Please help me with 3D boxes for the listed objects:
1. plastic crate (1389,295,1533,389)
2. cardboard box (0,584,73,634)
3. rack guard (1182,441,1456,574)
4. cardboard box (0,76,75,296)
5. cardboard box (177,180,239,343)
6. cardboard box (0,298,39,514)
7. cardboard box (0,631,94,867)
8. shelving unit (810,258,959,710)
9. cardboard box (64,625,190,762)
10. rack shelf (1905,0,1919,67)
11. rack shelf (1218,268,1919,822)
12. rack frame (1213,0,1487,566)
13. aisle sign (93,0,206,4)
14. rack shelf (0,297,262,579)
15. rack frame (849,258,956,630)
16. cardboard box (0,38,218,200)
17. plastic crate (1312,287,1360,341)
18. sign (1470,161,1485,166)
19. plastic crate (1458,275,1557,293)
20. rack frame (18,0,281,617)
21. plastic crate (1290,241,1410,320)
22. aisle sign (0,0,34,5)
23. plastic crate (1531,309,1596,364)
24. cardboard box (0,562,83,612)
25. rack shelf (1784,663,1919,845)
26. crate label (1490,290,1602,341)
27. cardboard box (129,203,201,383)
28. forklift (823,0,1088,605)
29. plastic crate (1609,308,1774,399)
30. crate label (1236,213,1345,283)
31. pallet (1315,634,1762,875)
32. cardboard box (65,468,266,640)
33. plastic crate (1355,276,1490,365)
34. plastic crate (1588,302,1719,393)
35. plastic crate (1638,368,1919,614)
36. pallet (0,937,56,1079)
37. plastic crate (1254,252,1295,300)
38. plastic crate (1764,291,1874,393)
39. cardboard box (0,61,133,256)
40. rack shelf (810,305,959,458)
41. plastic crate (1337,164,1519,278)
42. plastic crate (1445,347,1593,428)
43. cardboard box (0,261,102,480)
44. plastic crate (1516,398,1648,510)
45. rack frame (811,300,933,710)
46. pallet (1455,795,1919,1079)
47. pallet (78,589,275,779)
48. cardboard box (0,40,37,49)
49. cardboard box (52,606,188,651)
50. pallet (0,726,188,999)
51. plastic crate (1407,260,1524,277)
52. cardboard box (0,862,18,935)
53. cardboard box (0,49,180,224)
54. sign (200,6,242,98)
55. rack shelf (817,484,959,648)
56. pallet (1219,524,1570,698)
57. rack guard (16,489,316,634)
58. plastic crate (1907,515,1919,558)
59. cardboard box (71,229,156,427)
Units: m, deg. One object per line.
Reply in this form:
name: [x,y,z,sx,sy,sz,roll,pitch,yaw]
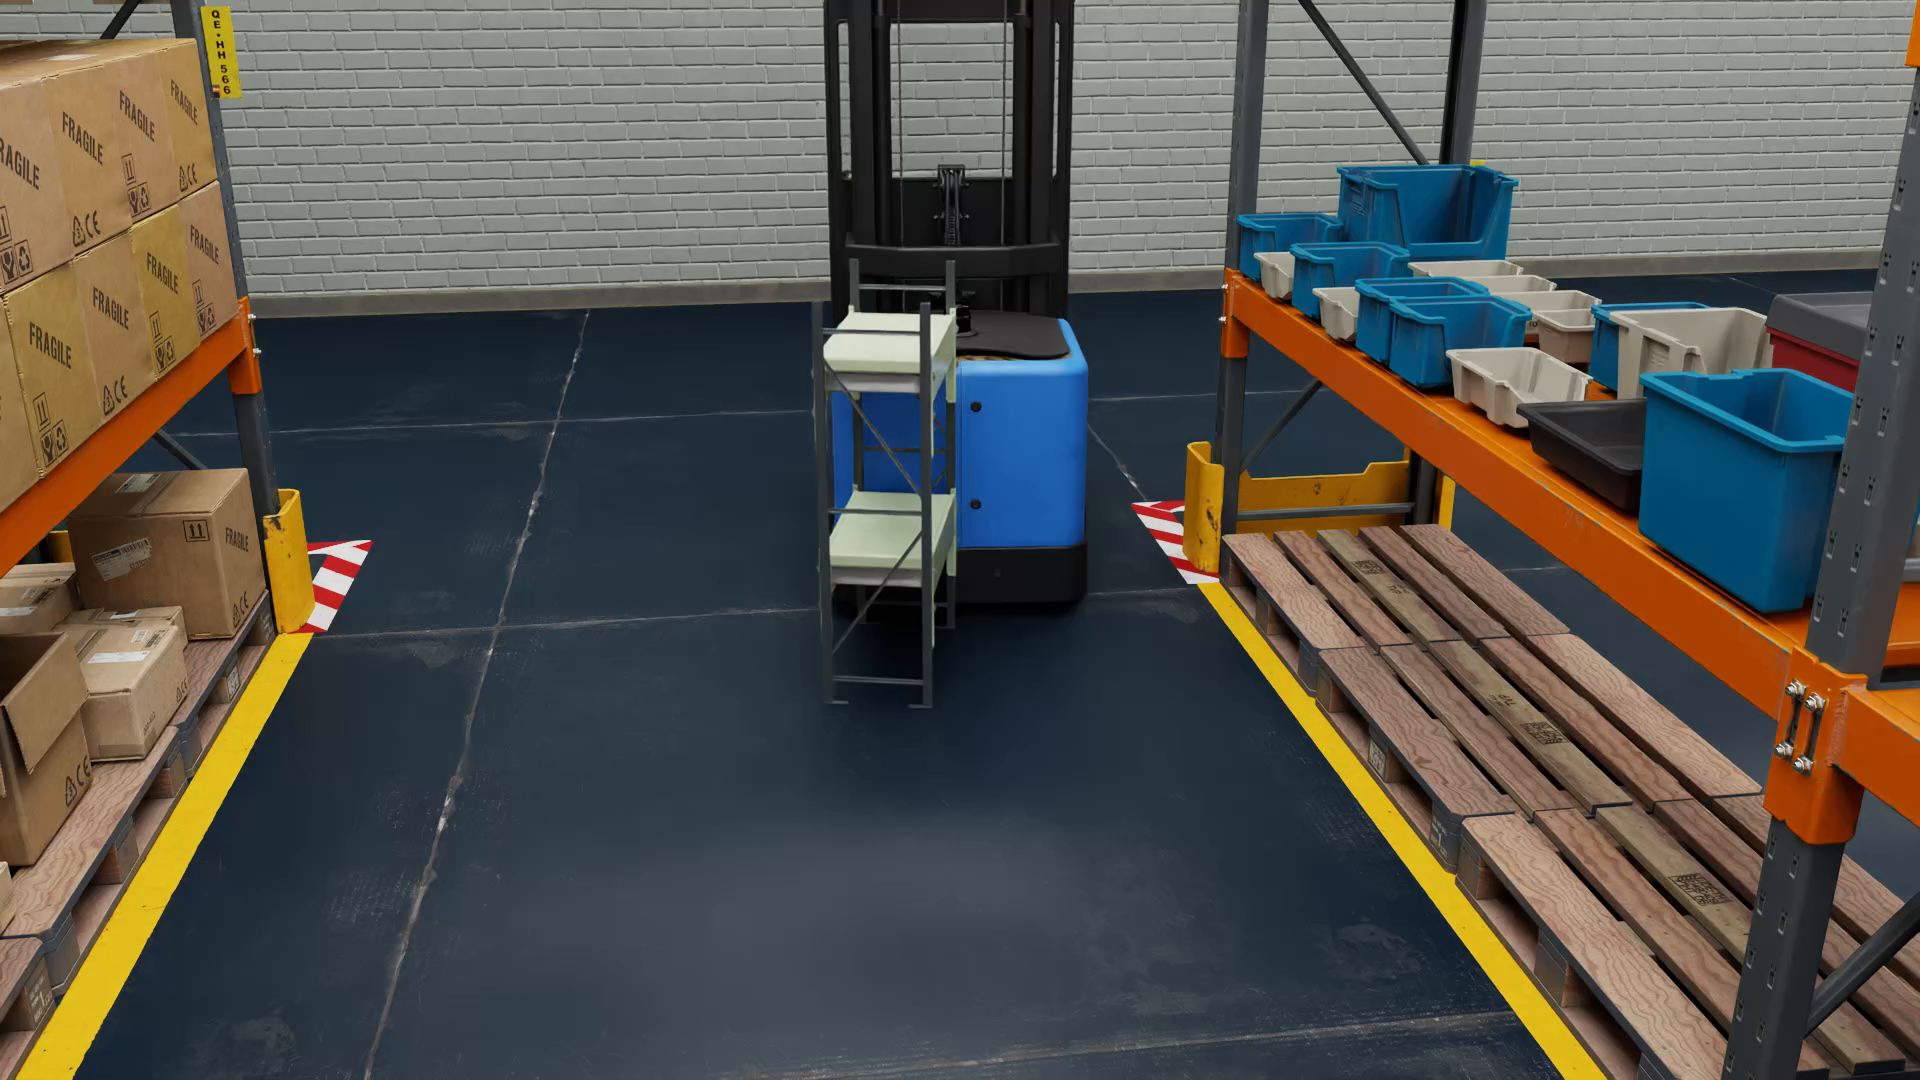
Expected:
plastic crate: [1.567,-0.624,5.253,0.416,0.233,0.300,-3,21,-8]
cardboard box: [-3.408,0.370,5.739,0.500,0.250,0.500,-3,21,-8]
rack guard: [1.608,-0.173,7.464,1.175,0.500,0.348,-3,21,-8]
cardboard box: [-2.715,-0.930,4.348,0.500,0.500,0.500,-2,21,-6]
cardboard box: [-2.944,-0.993,5.945,0.500,0.500,0.500,-2,21,-6]
cardboard box: [-2.652,-0.290,4.063,0.500,0.500,0.500,-3,21,-8]
cardboard box: [-2.977,0.611,4.733,0.797,0.503,0.637,-3,21,-8]
shelving unit: [-0.258,-0.221,6.166,0.431,1.500,0.755,2,21,6]
cardboard box: [-2.849,0.501,5.389,0.500,0.250,0.500,-3,21,-8]
rack shelf: [1.913,-1.712,4.753,1.077,0.370,4.000,-3,21,-8]
rack shelf: [1.913,-0.306,5.278,1.077,0.370,4.000,-3,21,-8]
rack frame: [1.624,-1.336,7.006,1.000,3.000,0.127,-3,21,-8]
aisle sign: [-2.985,-2.344,5.990,0.394,0.787,0.004,-3,21,-8]
rack shelf: [-2.990,-0.058,4.612,1.077,0.370,4.000,-3,21,-8]
rack frame: [-0.217,-0.349,6.506,0.400,1.500,0.023,2,21,6]
cardboard box: [-2.942,-1.462,5.773,0.500,0.500,0.500,-3,21,-8]
plastic crate: [1.396,-0.788,5.831,0.250,0.136,0.298,-3,21,-8]
sign: [2.166,-1.446,7.067,0.100,0.325,0.005,-3,21,-8]
plastic crate: [1.948,-0.866,6.039,0.396,0.136,0.243,-3,21,-8]
rack frame: [-3.278,-1.087,6.340,1.000,3.000,0.127,-3,21,-8]
plastic crate: [1.429,-0.956,6.141,0.416,0.233,0.300,-3,21,-8]
aisle sign: [-3.578,-2.314,5.909,0.394,0.787,0.004,-3,21,-8]
plastic crate: [2.074,-0.669,5.513,0.298,0.136,0.250,-3,21,-8]
cardboard box: [-3.558,0.204,6.328,0.380,0.149,0.250,-3,21,-8]
rack shelf: [2.489,1.078,1.570,1.077,0.370,4.000,-3,21,-8]
crate label: [2.013,-0.771,5.785,0.396,0.136,0.243,-3,21,-8]
cardboard box: [-2.866,-0.813,5.464,0.500,0.500,0.500,-3,21,-7]
forklift: [-0.060,-1.575,7.743,1.130,2.935,3.031,-1,20,-2]
plastic crate: [2.163,-0.462,4.749,0.437,0.282,0.530,-3,21,-8]
crate label: [1.334,-1.184,6.751,0.416,0.233,0.303,-3,21,-8]
pallet: [1.877,0.679,5.596,1.003,0.211,1.213,-3,21,-8]
cardboard box: [-2.956,0.053,6.230,0.500,0.500,0.500,-3,21,-8]
plastic crate: [1.524,-0.728,5.531,0.416,0.233,0.300,-3,21,-8]
plastic crate: [2.174,-0.588,5.156,0.416,0.233,0.300,-3,21,-8]
plastic crate: [1.796,-0.116,3.677,0.392,0.384,0.575,-3,21,-8]
pallet: [-2.799,1.366,3.757,1.003,0.211,1.213,-3,21,-8]
plastic crate: [1.298,-1.023,6.460,0.250,0.136,0.298,-3,21,-8]
plastic crate: [2.320,-0.331,4.138,0.402,0.464,0.583,-3,21,-8]
cardboard box: [-2.789,-1.108,4.824,0.500,0.500,0.500,-2,21,-6]
rack shelf: [-0.258,-0.587,6.029,0.431,0.370,0.720,2,21,6]
plastic crate: [1.857,-1.274,6.704,0.616,0.435,0.499,-3,21,-8]
plastic crate: [1.652,-0.443,4.907,0.293,0.136,0.466,-3,21,-8]
cardboard box: [-2.727,-0.466,4.534,0.500,0.500,0.500,-3,21,-9]
plastic crate: [1.774,-0.224,4.337,0.437,0.125,0.590,-3,21,-8]
rack frame: [-0.298,-0.094,5.825,0.400,1.500,0.023,2,21,6]
pallet: [2.056,1.103,4.462,1.003,0.211,1.213,-3,21,-8]
pallet: [-3.151,0.521,6.019,1.003,0.211,1.213,-3,21,-8]
cardboard box: [-3.475,-1.436,5.701,0.500,0.500,0.500,-2,21,-6]
cardboard box: [-2.986,0.354,5.901,0.380,0.166,0.250,-3,21,-8]
pallet: [-2.978,0.943,4.891,1.003,0.211,1.213,-3,21,-8]
plastic crate: [1.921,-0.967,6.310,0.396,0.136,0.243,-3,21,-8]
cardboard box: [-2.682,0.963,4.270,0.380,0.166,0.250,-3,21,-8]
cardboard box: [-2.868,-1.288,5.304,0.500,0.500,0.500,-2,21,-6]
sign: [-2.726,-1.799,6.139,0.100,0.325,0.005,-3,21,-8]
rack shelf: [-0.258,0.084,6.280,0.431,0.370,0.720,2,21,6]
pallet: [1.705,0.258,6.724,1.003,0.211,1.213,-3,21,-8]
rack guard: [-3.267,0.110,6.707,1.175,0.500,0.348,-3,21,-8]
plastic crate: [2.275,-0.024,3.784,0.396,0.136,0.243,-3,21,-8]
cardboard box: [-2.799,-0.640,5.001,0.500,0.500,0.500,-3,21,-7]
